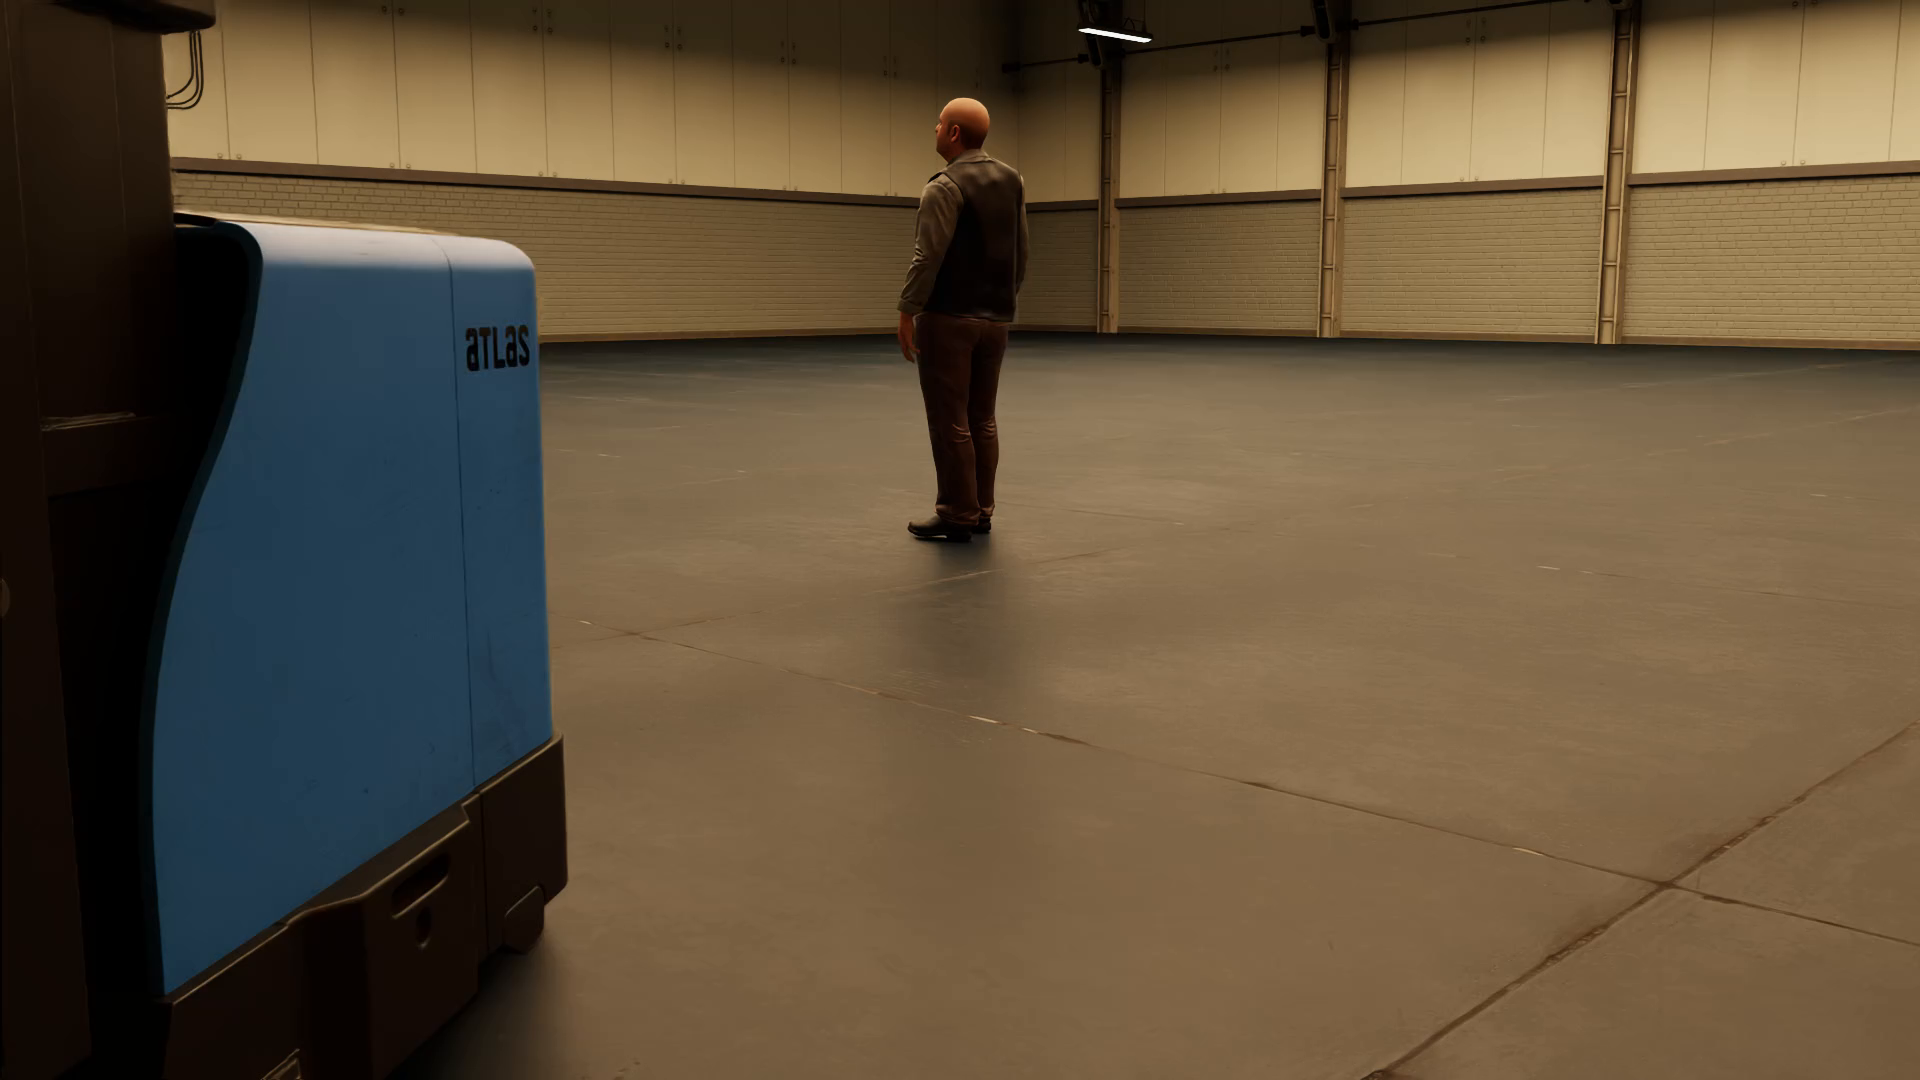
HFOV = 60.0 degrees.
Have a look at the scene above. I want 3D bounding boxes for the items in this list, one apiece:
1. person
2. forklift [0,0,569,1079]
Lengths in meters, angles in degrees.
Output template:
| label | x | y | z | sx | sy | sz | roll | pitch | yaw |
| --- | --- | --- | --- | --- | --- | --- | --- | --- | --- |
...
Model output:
| label | x | y | z | sx | sy | sz | roll | pitch | yaw |
| --- | --- | --- | --- | --- | --- | --- | --- | --- | --- |
| person | -0.039 | -0.866 | 6.636 | 0.568 | 1.720 | 0.632 | 8 | 12 | 43 |
| forklift | -1.358 | -0.637 | 1.100 | 1.130 | 2.935 | 3.031 | 1 | 9 | 9 |
